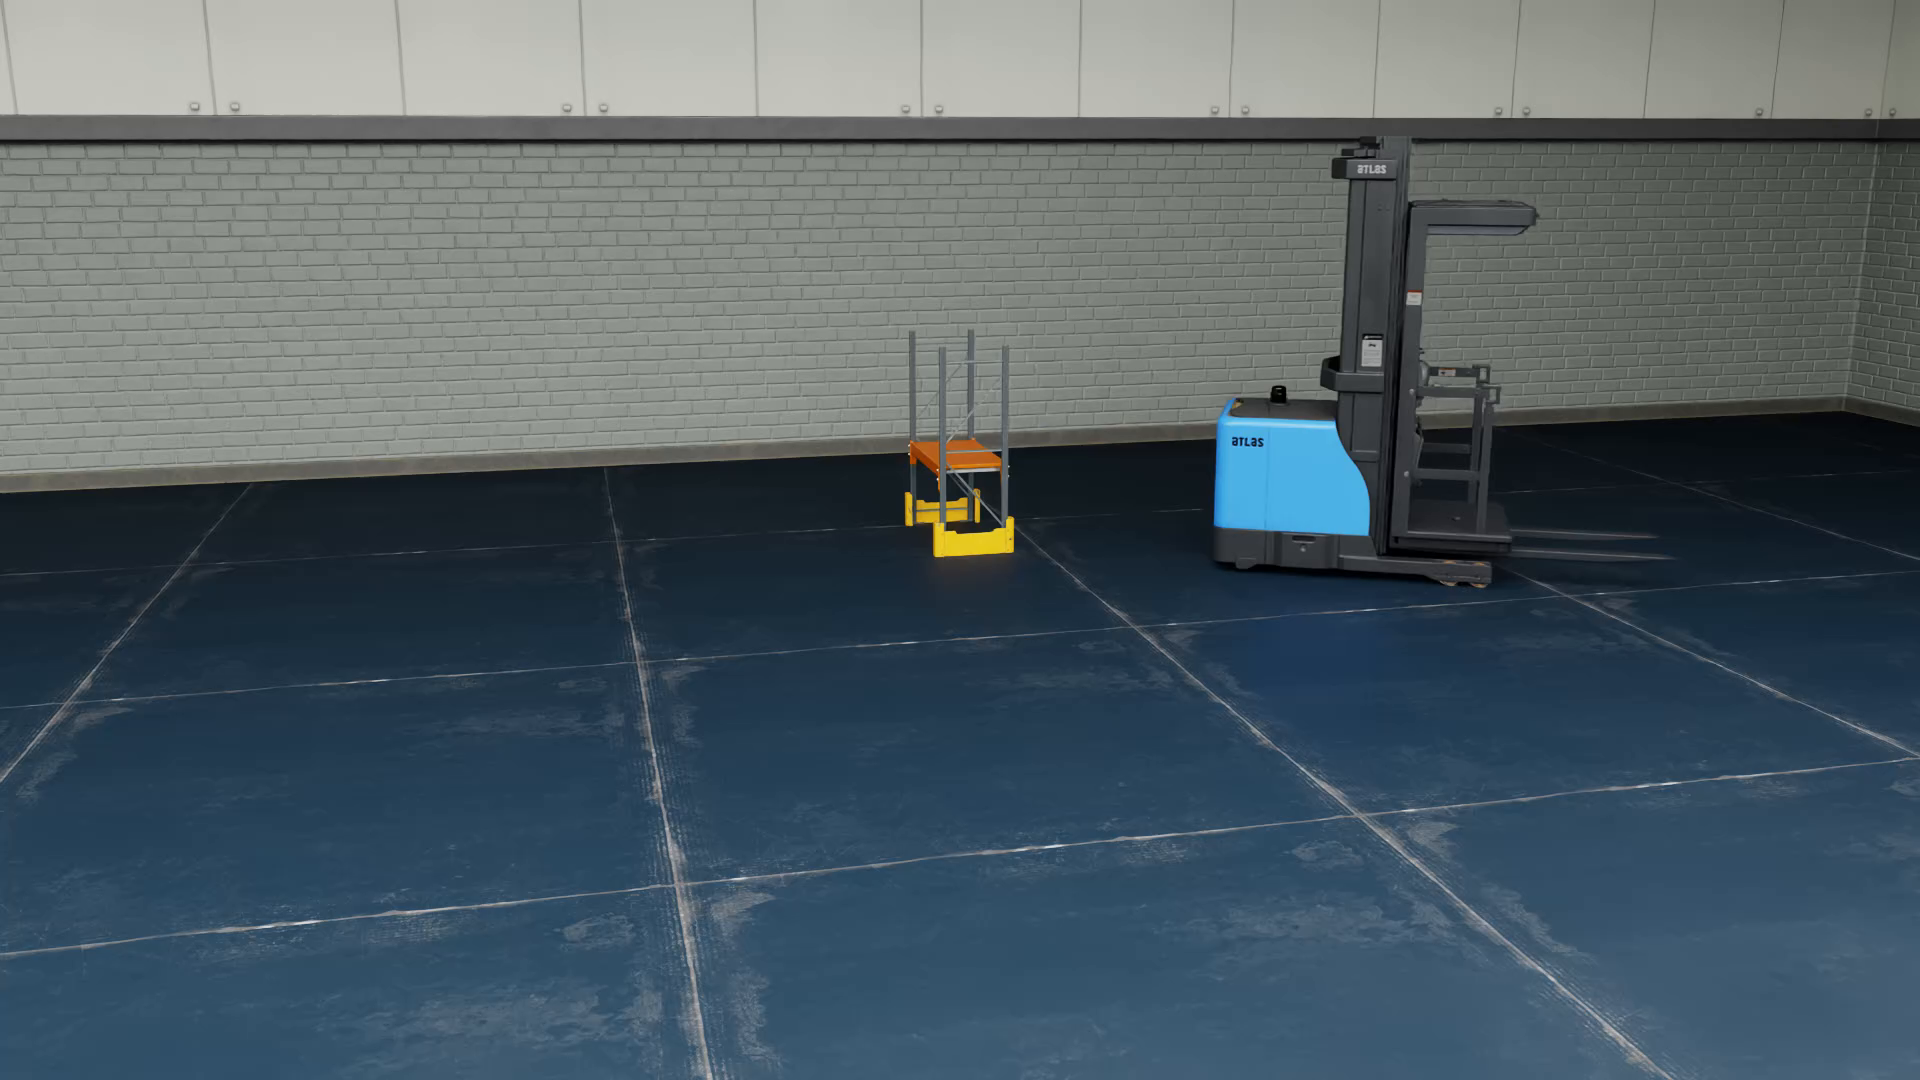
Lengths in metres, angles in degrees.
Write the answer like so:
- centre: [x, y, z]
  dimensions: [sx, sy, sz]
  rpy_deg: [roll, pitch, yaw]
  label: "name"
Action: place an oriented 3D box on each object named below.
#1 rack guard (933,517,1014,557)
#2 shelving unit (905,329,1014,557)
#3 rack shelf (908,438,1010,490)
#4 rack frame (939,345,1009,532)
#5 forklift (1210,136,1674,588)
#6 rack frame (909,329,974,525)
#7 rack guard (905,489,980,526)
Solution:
- centre: [0.099, -0.024, 11.999]
  dimensions: [0.587, 0.250, 0.087]
  rpy_deg: [-3, 14, -13]
  label: "rack guard"
- centre: [-0.018, -0.746, 12.321]
  dimensions: [0.587, 1.500, 1.083]
  rpy_deg: [-3, 14, -13]
  label: "shelving unit"
- centre: [-0.020, -0.574, 12.372]
  dimensions: [0.538, 0.185, 1.000]
  rpy_deg: [-3, 14, -13]
  label: "rack shelf"
- centre: [0.099, -0.631, 11.850]
  dimensions: [0.500, 1.500, 0.032]
  rpy_deg: [-3, 14, -13]
  label: "rack frame"
- centre: [3.320, -1.244, 11.343]
  dimensions: [3.031, 2.935, 1.130]
  rpy_deg: [3, 14, 13]
  label: "forklift"
- centre: [-0.139, -0.866, 12.810]
  dimensions: [0.500, 1.500, 0.032]
  rpy_deg: [-3, 14, -13]
  label: "rack frame"
- centre: [-0.135, -0.254, 12.940]
  dimensions: [0.587, 0.250, 0.087]
  rpy_deg: [-3, 14, -13]
  label: "rack guard"
